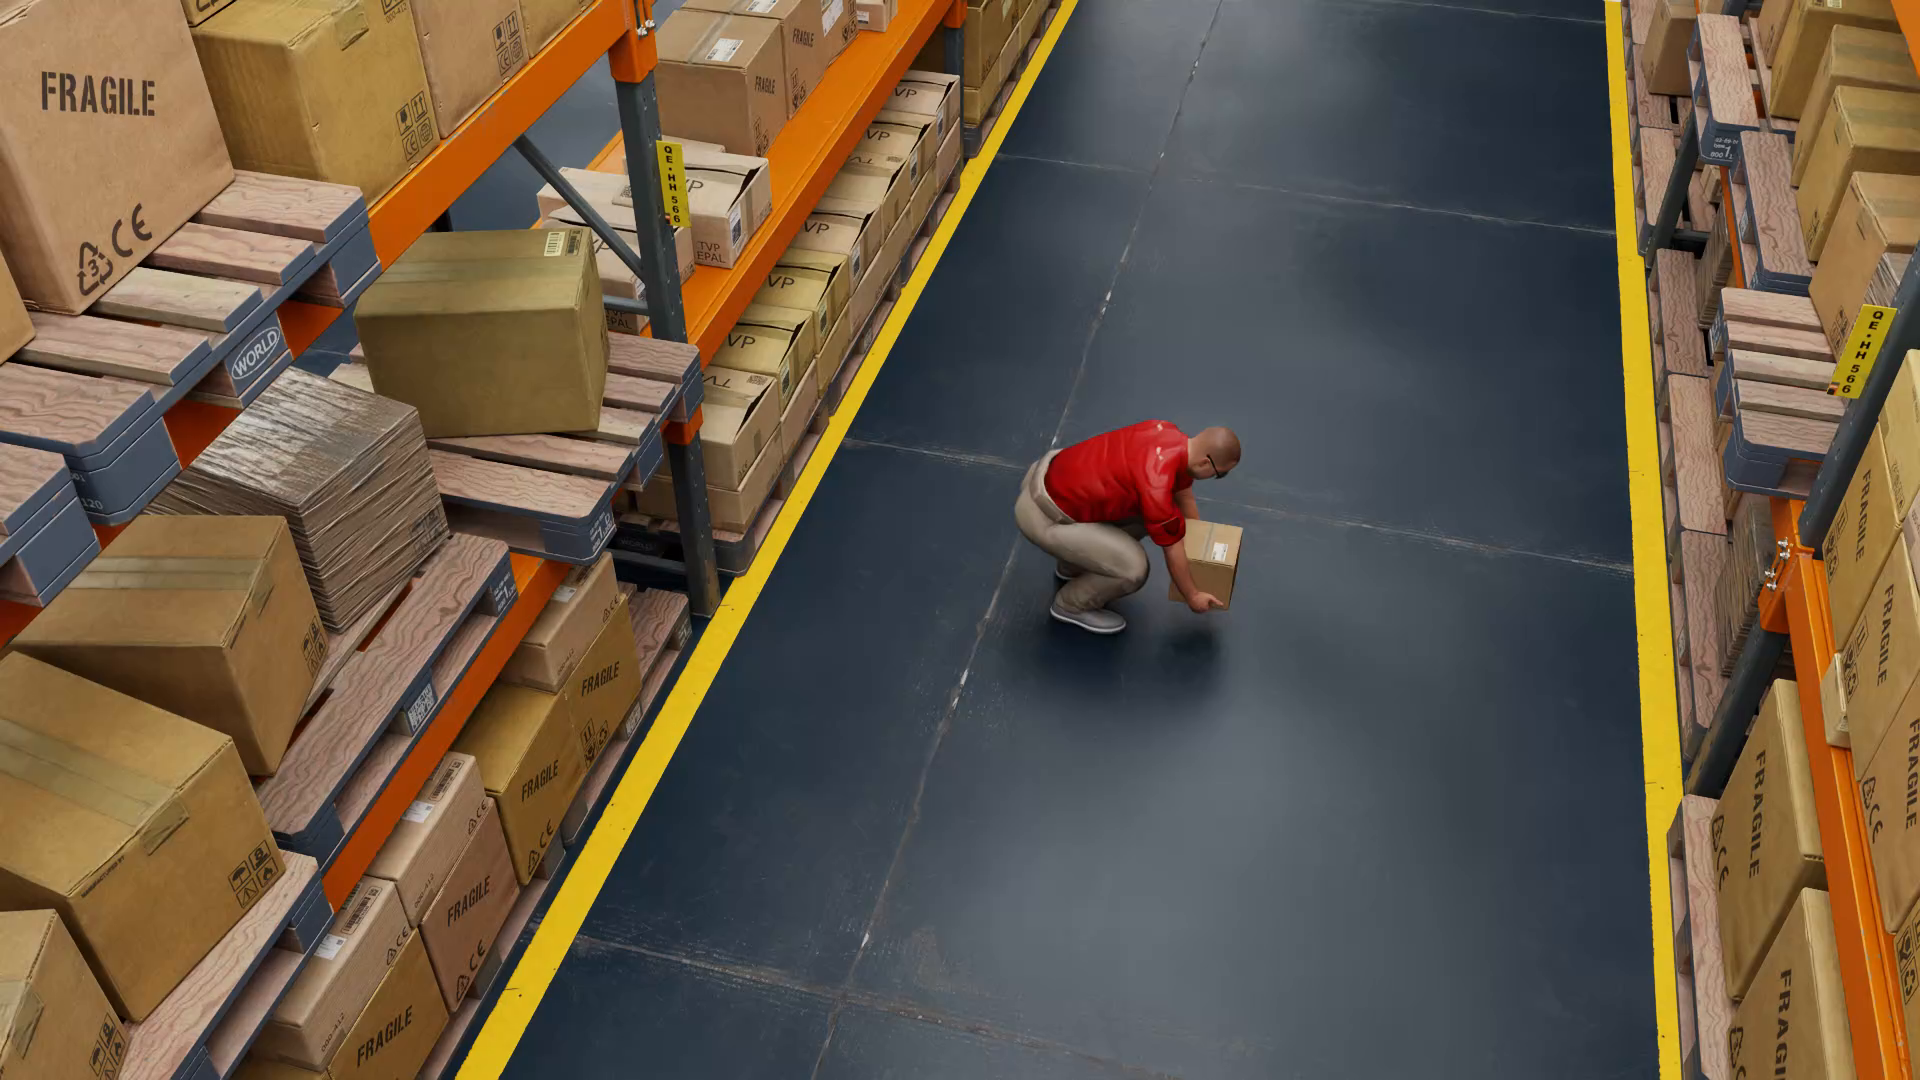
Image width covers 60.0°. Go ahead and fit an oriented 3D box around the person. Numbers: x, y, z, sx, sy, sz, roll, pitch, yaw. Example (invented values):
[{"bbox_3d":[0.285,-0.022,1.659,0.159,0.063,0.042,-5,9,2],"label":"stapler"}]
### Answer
[{"bbox_3d":[0.684,-0.086,6.857,0.905,0.974,0.524,9,42,10],"label":"person"}]
